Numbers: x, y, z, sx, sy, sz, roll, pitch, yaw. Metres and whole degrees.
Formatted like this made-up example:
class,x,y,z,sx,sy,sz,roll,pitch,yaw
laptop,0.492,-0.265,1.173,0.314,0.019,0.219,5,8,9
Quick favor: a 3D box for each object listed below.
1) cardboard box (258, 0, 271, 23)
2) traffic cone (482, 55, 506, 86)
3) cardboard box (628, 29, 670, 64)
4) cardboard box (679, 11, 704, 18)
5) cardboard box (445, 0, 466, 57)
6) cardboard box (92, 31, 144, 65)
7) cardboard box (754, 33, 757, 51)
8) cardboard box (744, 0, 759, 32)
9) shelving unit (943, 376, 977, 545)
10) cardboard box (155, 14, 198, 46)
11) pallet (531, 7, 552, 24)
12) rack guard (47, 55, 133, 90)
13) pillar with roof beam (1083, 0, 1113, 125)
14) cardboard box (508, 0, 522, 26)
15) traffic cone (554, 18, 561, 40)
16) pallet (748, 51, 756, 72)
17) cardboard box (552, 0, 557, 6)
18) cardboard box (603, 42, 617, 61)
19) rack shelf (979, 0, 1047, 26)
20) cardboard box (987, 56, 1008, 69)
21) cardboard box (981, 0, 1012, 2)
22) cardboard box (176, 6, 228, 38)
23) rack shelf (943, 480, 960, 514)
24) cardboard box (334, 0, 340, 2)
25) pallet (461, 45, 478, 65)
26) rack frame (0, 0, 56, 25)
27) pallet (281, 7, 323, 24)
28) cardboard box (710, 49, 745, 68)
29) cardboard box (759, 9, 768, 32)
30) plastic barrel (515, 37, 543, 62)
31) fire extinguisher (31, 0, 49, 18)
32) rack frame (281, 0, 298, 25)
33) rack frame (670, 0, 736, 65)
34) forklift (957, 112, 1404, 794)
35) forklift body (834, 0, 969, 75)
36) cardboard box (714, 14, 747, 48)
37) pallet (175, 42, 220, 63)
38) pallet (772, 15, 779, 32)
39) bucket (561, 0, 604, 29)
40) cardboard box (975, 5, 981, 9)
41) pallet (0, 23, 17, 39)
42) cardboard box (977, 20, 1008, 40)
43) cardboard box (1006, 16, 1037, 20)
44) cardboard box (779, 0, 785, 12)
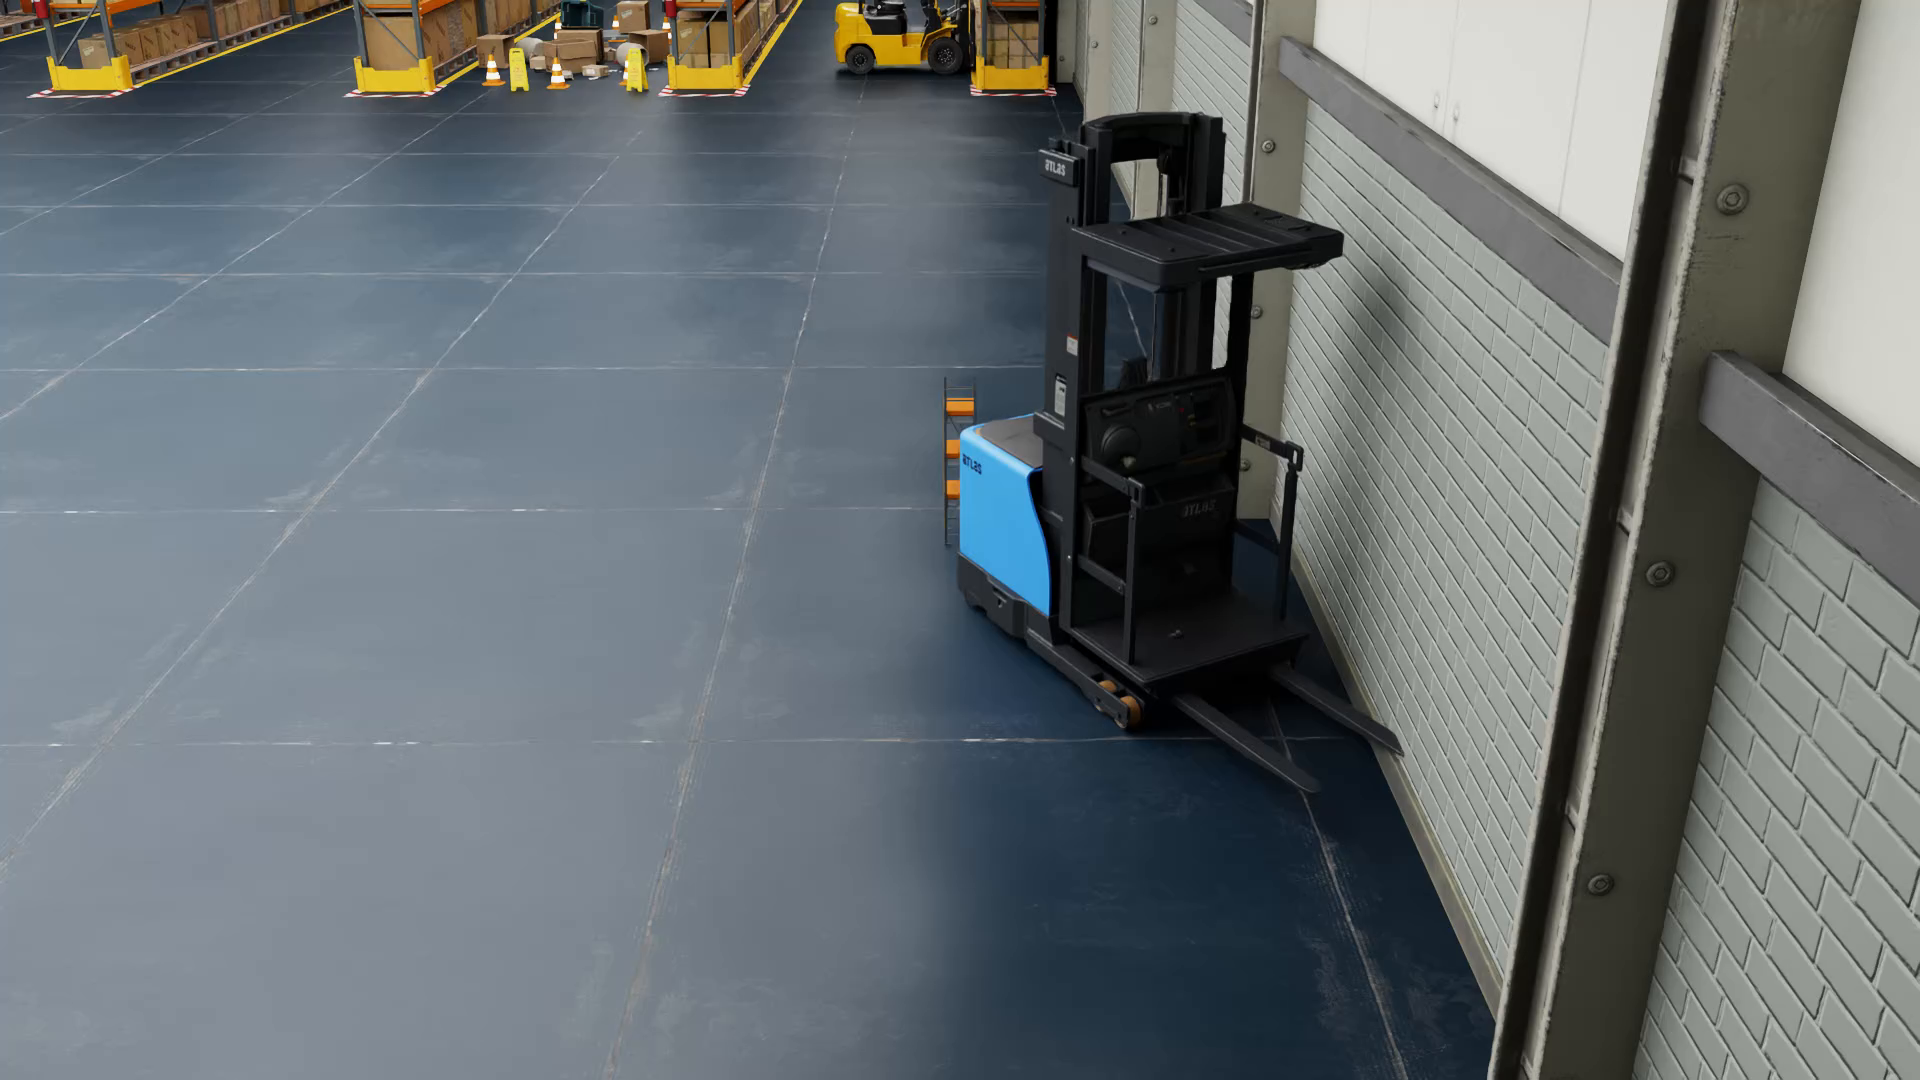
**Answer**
class,x,y,z,sx,sy,sz,roll,pitch,yaw
cardboard box,-14.068,-10.502,32.831,0.700,0.500,0.500,-2,24,-5
traffic cone,-7.652,-7.699,27.211,0.336,0.463,0.334,0,24,-1
cardboard box,-5.510,-8.756,29.501,0.500,0.500,0.500,19,30,35
cardboard box,-4.458,-8.749,27.584,0.380,0.149,0.250,0,24,1
cardboard box,-9.159,-8.870,28.791,0.875,0.875,0.875,0,24,0
cardboard box,-14.057,-8.205,27.775,0.500,0.500,0.500,6,25,13
cardboard box,-3.870,-8.818,29.435,0.500,0.250,0.500,-1,24,-2
cardboard box,-3.886,-9.379,29.765,0.500,0.500,0.500,-1,24,-1
shelving unit,-0.001,-0.500,10.582,0.215,1.050,0.252,0,24,-1
cardboard box,-14.106,-9.184,29.941,0.500,0.500,0.500,-1,24,-2
pallet,-9.160,-10.977,34.766,1.003,0.211,1.213,0,24,-1
rack guard,-14.027,-7.541,26.817,1.175,0.500,0.348,0,24,-1
pillar with roof beam,-2.499,-9.250,20.282,9.100,9.000,0.400,0,24,-1
cardboard box,-9.223,-10.481,32.504,1.050,0.750,0.750,0,24,0
traffic cone,-7.614,-9.681,31.594,0.336,0.463,0.334,0,24,-1
pallet,-4.102,-8.291,28.825,1.003,0.211,1.213,0,24,-1
cardboard box,-8.925,-11.690,35.480,0.500,0.500,0.500,-1,24,-2
cardboard box,-6.298,-8.751,29.776,0.258,0.266,0.396,-19,31,-36
rack shelf,0.824,-9.214,28.355,1.077,0.370,4.000,0,24,-1
cardboard box,0.525,-7.848,27.289,0.500,0.250,0.500,0,24,0
cardboard box,0.578,-8.964,26.809,0.500,0.500,0.500,-1,24,-2
cardboard box,-14.055,-9.612,30.861,0.700,0.500,0.500,-2,24,-5
rack shelf,-0.001,-0.238,10.701,0.215,0.259,0.240,0,24,-1
cardboard box,-14.120,-12.185,36.120,1.225,0.875,0.875,-1,24,-2
pallet,-9.179,-8.693,29.716,1.003,0.211,1.213,0,24,-1
rack frame,-19.067,-11.923,33.472,1.000,3.000,0.127,0,24,-1
pallet,-14.047,-11.000,34.815,1.003,0.211,1.213,0,24,-1
cardboard box,-3.849,-7.966,27.549,0.500,0.250,0.500,0,24,-1
cardboard box,-4.180,-9.848,31.564,0.950,0.372,0.625,1,24,3
plastic barrel,-7.563,-8.643,29.347,0.512,0.421,0.421,19,30,35
fire extinguisher,-14.486,-8.564,26.140,0.296,0.674,0.183,0,24,-1
rack frame,-14.114,-11.945,33.522,1.000,3.000,0.127,0,24,-1
rack frame,-4.117,-8.693,26.331,1.000,3.000,0.127,0,24,-1
forklift,1.155,-0.577,8.469,1.130,2.935,3.031,-13,28,-27
forklift body,-0.999,-9.104,28.269,2.313,2.155,1.214,0,24,-1
cardboard box,-3.860,-8.532,27.893,0.500,0.500,0.500,-1,24,-3
pallet,-14.028,-8.750,29.840,1.003,0.211,1.213,0,24,-1
pallet,-4.197,-10.397,33.483,1.003,0.211,1.213,0,24,-1
bucket,-6.803,-9.433,30.095,0.726,0.611,0.620,8,16,18
cardboard box,0.506,-9.143,28.940,0.500,0.250,0.500,1,24,1
pallet,-19.086,-9.832,32.232,1.003,0.211,1.213,0,24,-1
cardboard box,0.529,-8.300,27.075,0.500,0.250,0.500,1,24,1
cardboard box,1.021,-8.516,27.553,0.500,0.250,0.500,0,24,0
cardboard box,-4.129,-11.498,34.602,0.875,0.875,0.875,0,24,-1
